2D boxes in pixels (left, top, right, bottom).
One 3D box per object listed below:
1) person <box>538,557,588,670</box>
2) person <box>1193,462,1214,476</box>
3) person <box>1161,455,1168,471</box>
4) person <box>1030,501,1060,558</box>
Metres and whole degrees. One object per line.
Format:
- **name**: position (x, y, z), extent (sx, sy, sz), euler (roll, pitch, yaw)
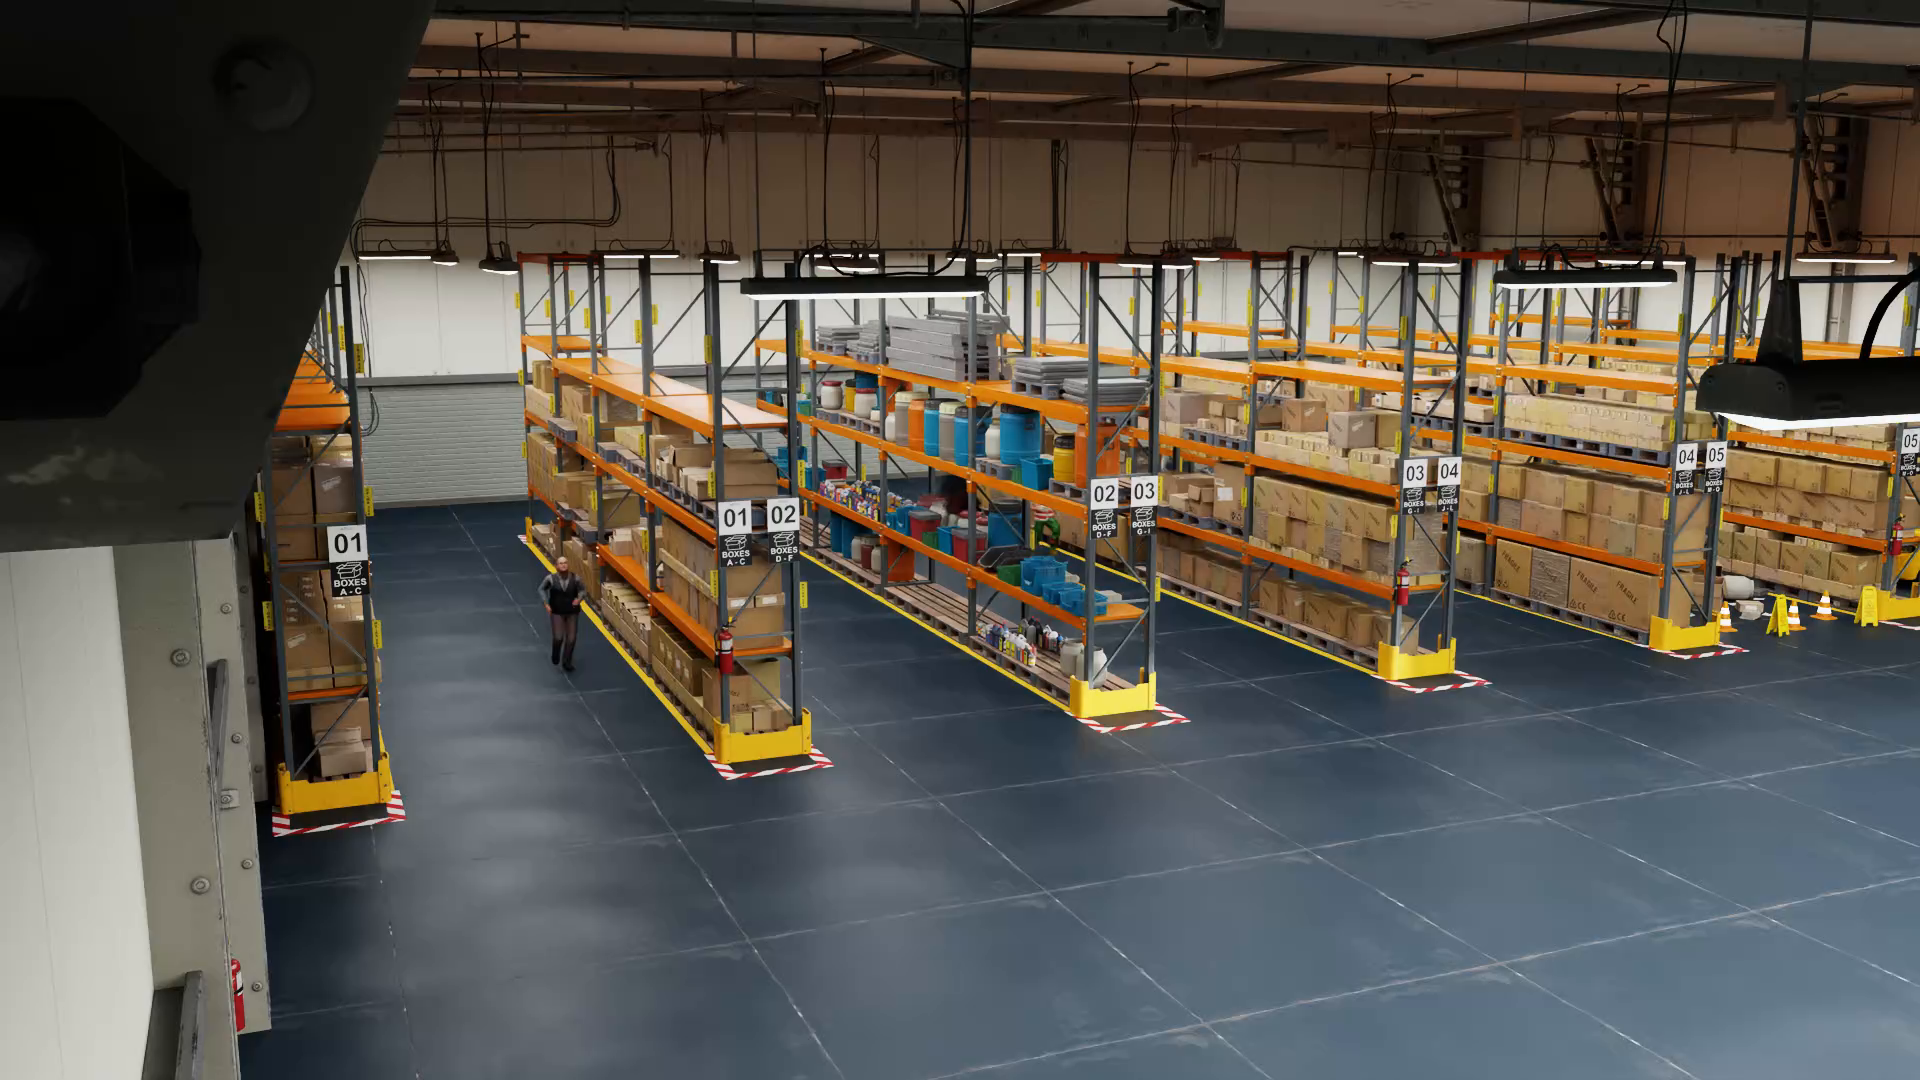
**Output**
- **person**: position (-5.789, 1.092, 24.370), extent (0.703, 1.691, 0.542), euler (-4, 11, -19)
- **person**: position (6.031, -2.043, 41.471), extent (0.757, 1.687, 0.776), euler (10, 14, 44)
- **person**: position (5.095, -2.179, 41.890), extent (0.688, 1.788, 0.891), euler (9, 13, 39)
- **person**: position (1.611, -0.400, 32.011), extent (0.668, 1.722, 0.990), euler (-4, 11, -22)
